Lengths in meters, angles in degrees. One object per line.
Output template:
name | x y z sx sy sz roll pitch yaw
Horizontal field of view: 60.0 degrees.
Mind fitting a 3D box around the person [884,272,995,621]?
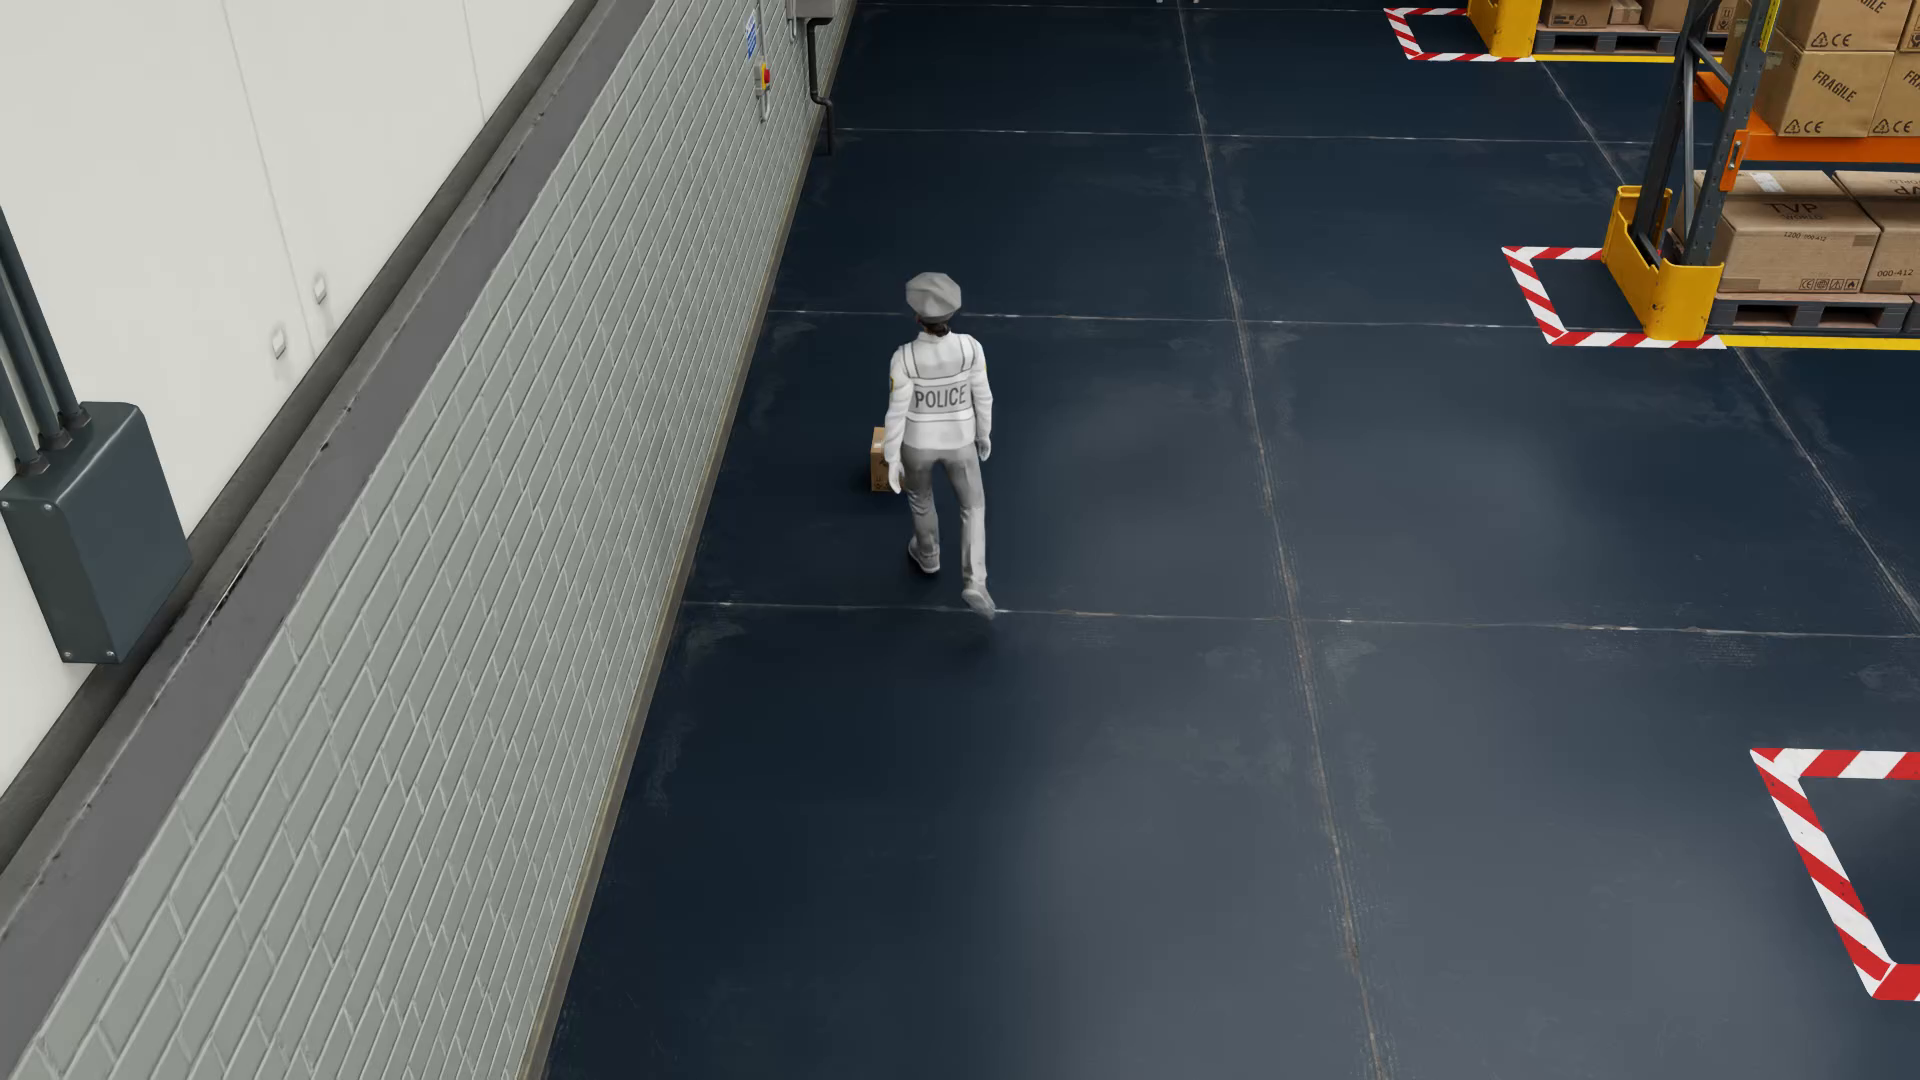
person | -0.095 -0.429 7.681 0.524 1.656 0.823 -6 36 -8
